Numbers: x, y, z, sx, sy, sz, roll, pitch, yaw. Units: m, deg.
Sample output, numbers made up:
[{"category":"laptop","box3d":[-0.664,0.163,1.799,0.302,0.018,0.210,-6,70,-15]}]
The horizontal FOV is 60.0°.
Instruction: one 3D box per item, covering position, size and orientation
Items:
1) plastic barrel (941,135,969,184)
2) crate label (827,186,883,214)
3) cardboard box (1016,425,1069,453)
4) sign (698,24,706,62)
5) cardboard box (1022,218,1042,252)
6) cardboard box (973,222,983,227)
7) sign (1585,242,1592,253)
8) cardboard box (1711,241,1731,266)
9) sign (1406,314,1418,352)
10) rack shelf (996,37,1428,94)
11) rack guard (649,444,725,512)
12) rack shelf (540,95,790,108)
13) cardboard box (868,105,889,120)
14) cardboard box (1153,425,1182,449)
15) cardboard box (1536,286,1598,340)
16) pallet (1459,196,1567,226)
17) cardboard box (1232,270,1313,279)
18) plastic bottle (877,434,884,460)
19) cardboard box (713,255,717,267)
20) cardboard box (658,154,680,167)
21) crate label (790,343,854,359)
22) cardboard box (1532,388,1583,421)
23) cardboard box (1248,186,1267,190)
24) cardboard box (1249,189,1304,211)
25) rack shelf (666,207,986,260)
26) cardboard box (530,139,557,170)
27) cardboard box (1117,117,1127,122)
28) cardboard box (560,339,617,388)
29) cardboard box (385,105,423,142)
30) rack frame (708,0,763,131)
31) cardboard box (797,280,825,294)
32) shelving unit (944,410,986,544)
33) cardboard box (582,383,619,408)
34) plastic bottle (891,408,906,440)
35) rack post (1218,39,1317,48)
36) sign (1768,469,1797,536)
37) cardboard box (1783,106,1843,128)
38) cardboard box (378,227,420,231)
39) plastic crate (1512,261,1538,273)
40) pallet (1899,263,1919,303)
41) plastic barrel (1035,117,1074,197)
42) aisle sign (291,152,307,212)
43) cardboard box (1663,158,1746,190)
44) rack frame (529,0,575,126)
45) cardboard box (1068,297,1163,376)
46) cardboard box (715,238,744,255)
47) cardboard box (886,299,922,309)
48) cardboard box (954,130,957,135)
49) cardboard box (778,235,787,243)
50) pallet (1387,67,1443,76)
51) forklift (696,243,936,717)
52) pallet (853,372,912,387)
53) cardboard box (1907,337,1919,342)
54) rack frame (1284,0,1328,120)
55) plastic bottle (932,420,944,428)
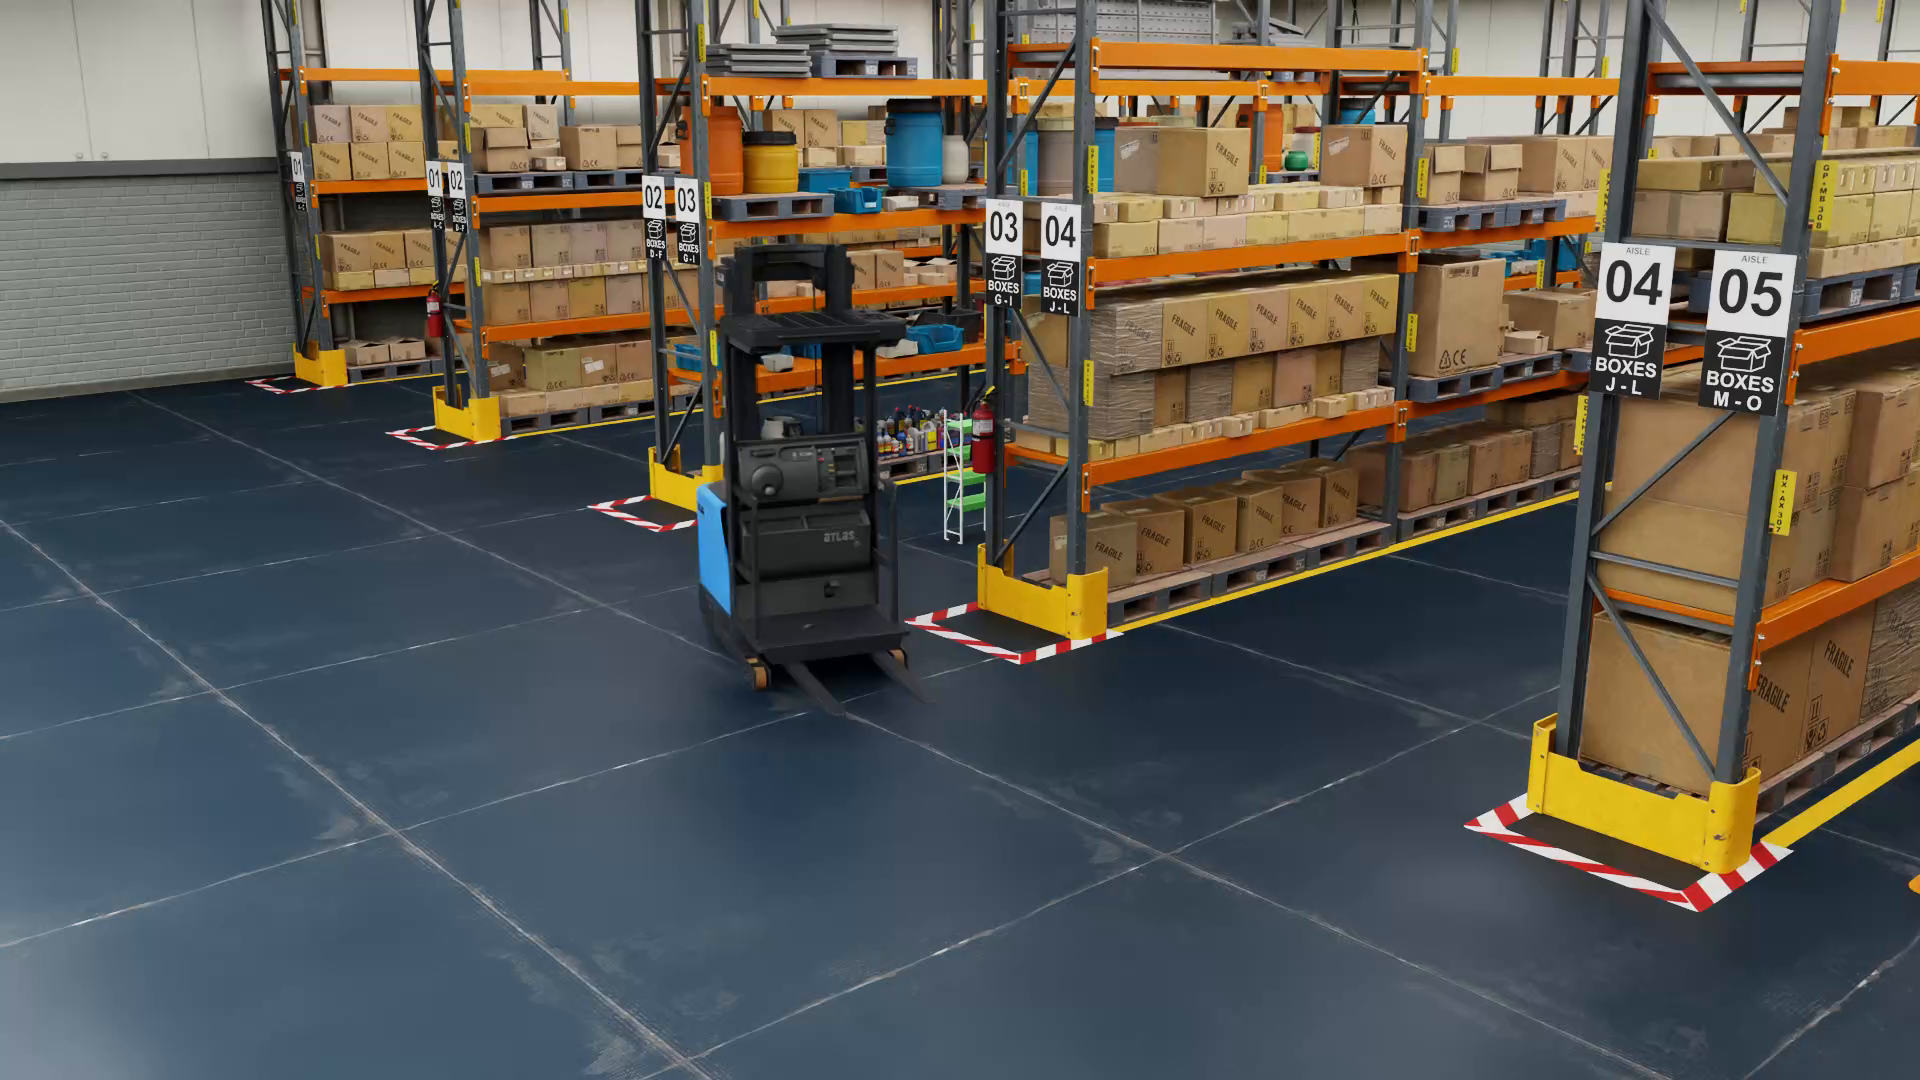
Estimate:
[{"category":"plastic barrel","box3d":[-0.118,-4.136,18.077,0.421,0.512,0.421,0,15,0]},{"category":"crate label","box3d":[-1.053,-3.417,16.705,0.408,0.251,0.502,-13,19,-39]},{"category":"cardboard box","box3d":[0.649,-0.790,12.880,0.250,0.149,0.380,-13,19,-39]},{"category":"sign","box3d":[-2.324,-4.476,14.975,0.005,0.325,0.100,-13,19,-39]},{"category":"cardboard box","box3d":[0.767,-2.330,12.640,0.500,0.250,0.500,-12,19,-38]},{"category":"cardboard box","box3d":[0.288,-5.982,31.251,0.700,0.700,0.980,-12,19,-39]},{"category":"sign","box3d":[9.762,-4.472,25.862,0.005,0.325,0.100,-13,19,-39]},{"category":"cardboard box","box3d":[3.968,-1.584,9.033,0.250,0.149,0.380,-12,19,-39]},{"category":"sign","box3d":[3.949,-1.814,14.551,0.005,0.325,0.100,-13,19,-39]},{"category":"rack shelf","box3d":[2.078,-3.710,13.104,4.000,0.370,1.077,-13,19,-39]},{"category":"rack guard","box3d":[-2.655,-0.601,16.531,0.348,0.500,1.175,-13,19,-39]},{"category":"rack shelf","box3d":[-4.659,-7.089,26.522,4.000,0.370,1.077,-13,19,-39]},{"category":"cardboard box","box3d":[-1.289,-7.601,29.580,0.500,0.250,0.500,-13,20,-41]},{"category":"cardboard box","box3d":[1.516,-0.827,13.022,0.250,0.149,0.380,-13,19,-39]},{"category":"cardboard box","box3d":[6.224,-2.330,17.151,0.500,0.500,0.500,13,20,40]},{"category":"pallet","box3d":[4.903,-3.119,15.664,1.003,0.211,1.213,-13,19,-39]},{"category":"cardboard box","box3d":[2.705,-2.063,14.455,0.500,0.500,0.500,-13,19,-39]},{"category":"plastic bottle","box3d":[-0.851,-0.986,17.562,0.097,0.271,0.097,0,15,0]},{"category":"cardboard box","box3d":[-3.361,-3.617,21.527,0.250,0.149,0.380,-13,20,-41]},{"category":"cardboard box","box3d":[-3.643,-4.770,20.884,0.250,0.149,0.380,-13,19,-39]},{"category":"crate label","box3d":[-1.471,-2.168,17.486,0.616,0.435,0.502,-13,19,-39]},{"category":"cardboard box","box3d":[6.119,-1.425,17.312,0.500,0.250,0.500,-12,19,-37]},{"category":"cardboard box","box3d":[2.350,-2.896,13.985,0.250,0.149,0.380,-13,20,-40]},{"category":"cardboard box","box3d":[2.541,-2.734,13.378,0.250,0.149,0.380,-12,19,-37]},{"category":"rack shelf","box3d":[-1.173,-3.227,17.100,4.000,0.370,1.077,-13,19,-39]},{"category":"cardboard box","box3d":[-6.388,-5.766,24.979,0.500,0.500,0.500,-12,19,-38]},{"category":"cardboard box","box3d":[2.205,-6.344,26.176,0.600,0.600,0.600,-13,20,-40]},{"category":"cardboard box","box3d":[-4.635,-2.208,20.766,0.500,0.500,0.500,-13,19,-39]},{"category":"cardboard box","box3d":[-7.944,-5.888,23.497,0.500,0.500,0.500,-12,19,-38]},{"category":"rack frame","box3d":[-2.913,-6.328,21.501,0.127,3.000,1.000,-13,19,-39]},{"category":"cardboard box","box3d":[-1.925,-3.694,23.072,0.500,0.500,0.500,-11,18,-35]},{"category":"shelving unit","box3d":[0.125,-0.608,15.200,0.503,1.200,0.258,-13,19,-39]},{"category":"cardboard box","box3d":[-4.628,-1.844,20.854,0.500,0.250,0.500,-13,19,-39]},{"category":"plastic bottle","box3d":[-0.688,-1.309,18.619,0.185,0.351,0.144,-14,20,-42]},{"category":"rack post","box3d":[3.873,-6.134,20.925,0.937,0.300,0.954,-13,19,-39]},{"category":"sign","box3d":[4.109,-0.187,8.307,0.005,0.325,0.100,-13,19,-39]},{"category":"cardboard box","box3d":[10.336,-5.124,20.155,0.500,0.250,0.500,-14,21,-43]},{"category":"cardboard box","box3d":[-8.195,-4.308,24.364,0.500,0.500,0.500,-13,20,-41]},{"category":"plastic crate","box3d":[8.664,-4.179,25.477,0.243,0.136,0.396,-13,19,-39]},{"category":"pallet","box3d":[5.223,-1.581,9.718,1.213,0.211,1.003,-13,19,-39]},{"category":"plastic barrel","box3d":[1.070,-4.395,19.107,0.600,0.901,0.600,0,15,0]},{"category":"aisle sign","box3d":[-9.042,-4.901,22.747,0.004,0.787,0.394,-13,19,-39]},{"category":"cardboard box","box3d":[3.970,-1.969,8.931,0.250,0.149,0.380,-13,19,-39]},{"category":"rack frame","box3d":[-6.167,-7.291,25.109,0.127,3.000,1.000,-13,19,-39]},{"category":"cardboard box","box3d":[1.164,-1.538,12.486,0.500,0.500,0.500,-13,19,-39]},{"category":"cardboard box","box3d":[-3.243,-4.028,21.809,0.500,0.500,0.700,-13,19,-39]},{"category":"cardboard box","box3d":[-1.206,-4.626,30.108,0.750,0.750,0.750,-12,19,-38]},{"category":"cardboard box","box3d":[0.230,-7.538,31.127,0.500,0.250,0.500,-12,19,-39]},{"category":"cardboard box","box3d":[-2.967,-5.404,28.858,0.500,0.500,0.500,-12,19,-39]},{"category":"pallet","box3d":[5.767,-6.287,22.491,1.213,0.211,1.003,-13,19,-39]},{"category":"forklift","box3d":[-1.017,-0.506,11.466,1.130,2.935,3.031,-6,16,-21]},{"category":"pallet","box3d":[-1.462,-2.422,23.909,1.213,0.211,1.003,-13,19,-39]},{"category":"cardboard box","box3d":[6.466,-1.056,11.007,0.550,0.550,0.875,-13,19,-39]},{"category":"rack frame","box3d":[6.140,-8.360,29.112,0.127,3.000,1.000,-13,19,-39]},{"category":"plastic bottle","box3d":[-0.222,-1.188,18.310,0.135,0.276,0.152,-13,19,-39]}]
